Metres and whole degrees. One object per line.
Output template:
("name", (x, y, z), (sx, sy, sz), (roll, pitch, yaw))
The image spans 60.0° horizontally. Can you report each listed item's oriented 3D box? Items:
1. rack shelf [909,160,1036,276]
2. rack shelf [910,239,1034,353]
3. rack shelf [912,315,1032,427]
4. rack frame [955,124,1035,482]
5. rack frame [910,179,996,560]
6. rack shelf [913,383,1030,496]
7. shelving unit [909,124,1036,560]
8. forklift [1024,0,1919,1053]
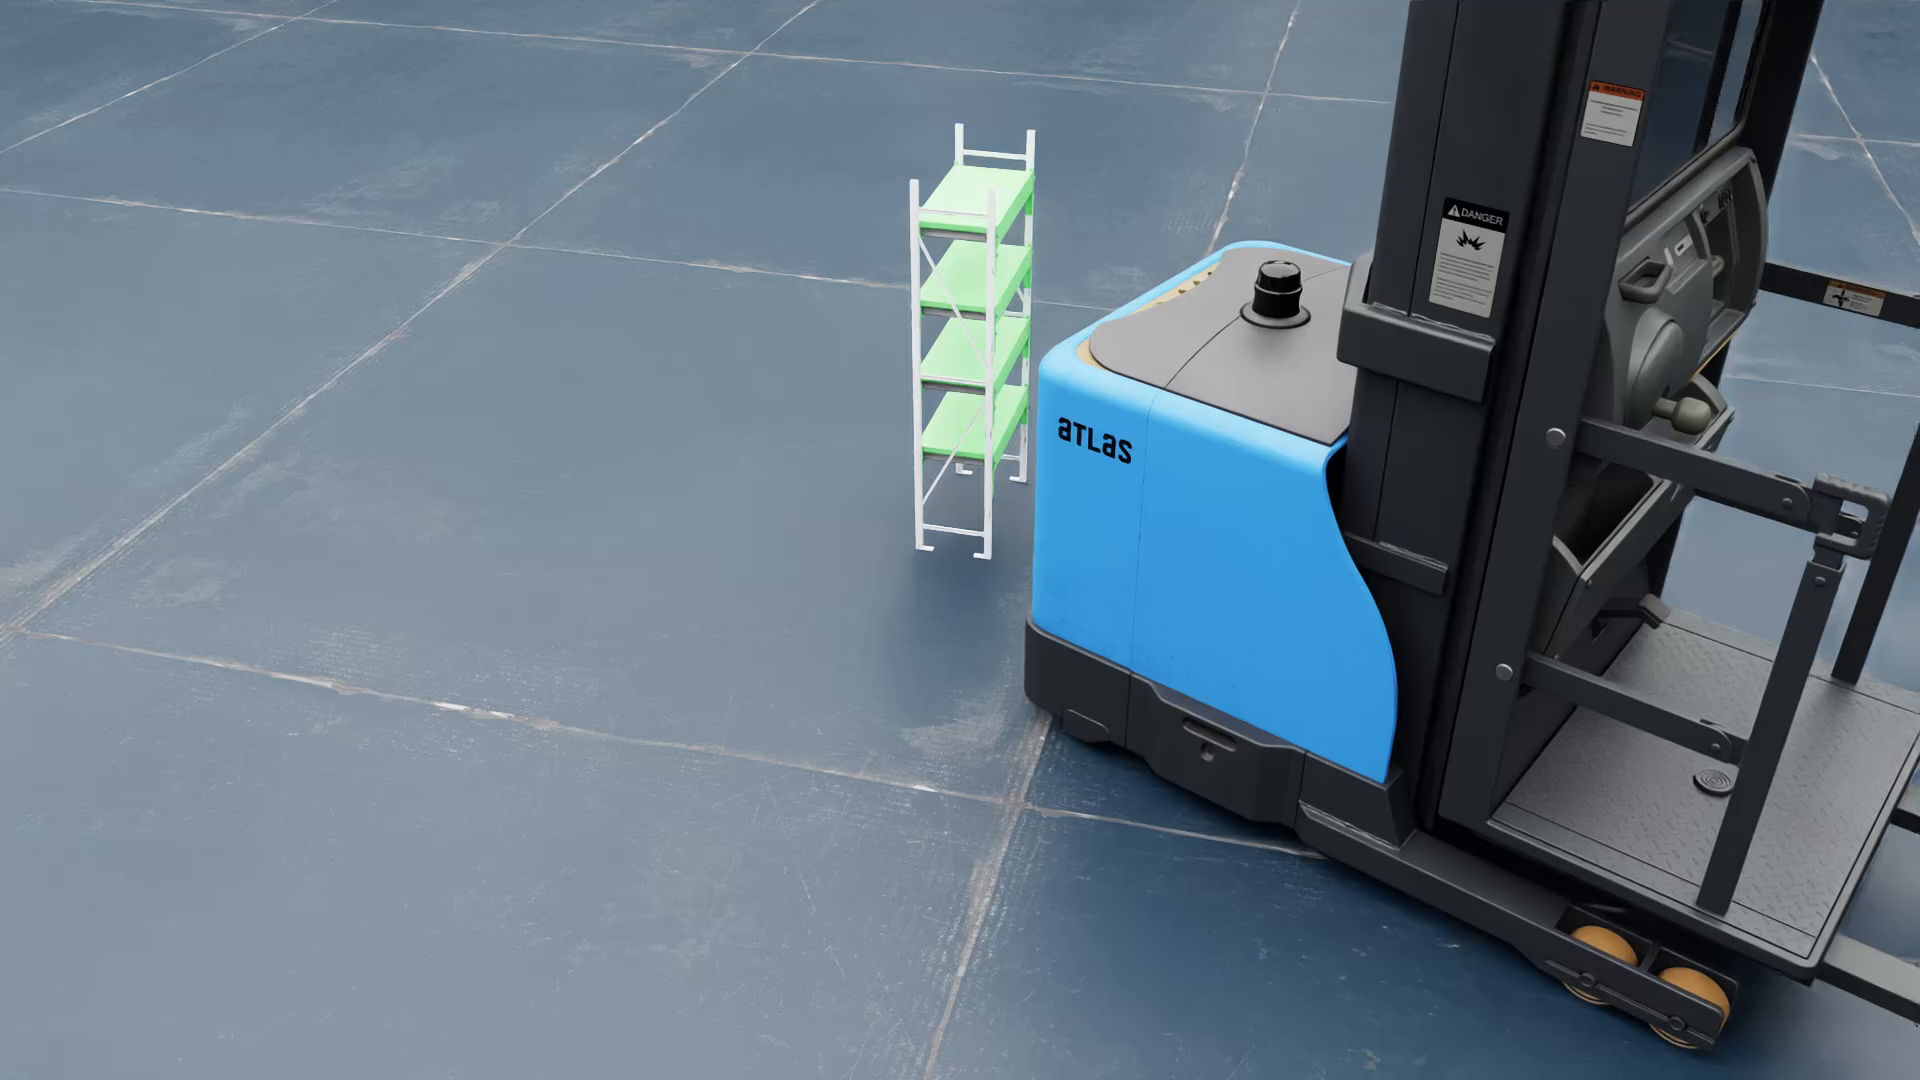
("rack shelf", (0.042, -0.943, 4.840), (0.258, 0.148, 0.480), (8, 33, 12))
("rack shelf", (0.042, -0.741, 4.969), (0.258, 0.148, 0.480), (8, 33, 12))
("rack shelf", (0.042, -0.538, 5.098), (0.258, 0.148, 0.480), (8, 33, 12))
("rack frame", (0.104, -0.719, 5.262), (0.240, 1.200, 0.015), (8, 33, 12))
("rack frame", (-0.020, -0.466, 4.864), (0.240, 1.200, 0.015), (8, 33, 12))
("rack shelf", (0.042, -0.336, 5.226), (0.258, 0.148, 0.480), (8, 33, 12))
("shelving unit", (0.042, -0.592, 5.063), (0.258, 1.200, 0.503), (8, 33, 12))
("forklift", (1.639, -0.479, 3.271), (3.031, 2.935, 1.130), (23, 39, 32))
